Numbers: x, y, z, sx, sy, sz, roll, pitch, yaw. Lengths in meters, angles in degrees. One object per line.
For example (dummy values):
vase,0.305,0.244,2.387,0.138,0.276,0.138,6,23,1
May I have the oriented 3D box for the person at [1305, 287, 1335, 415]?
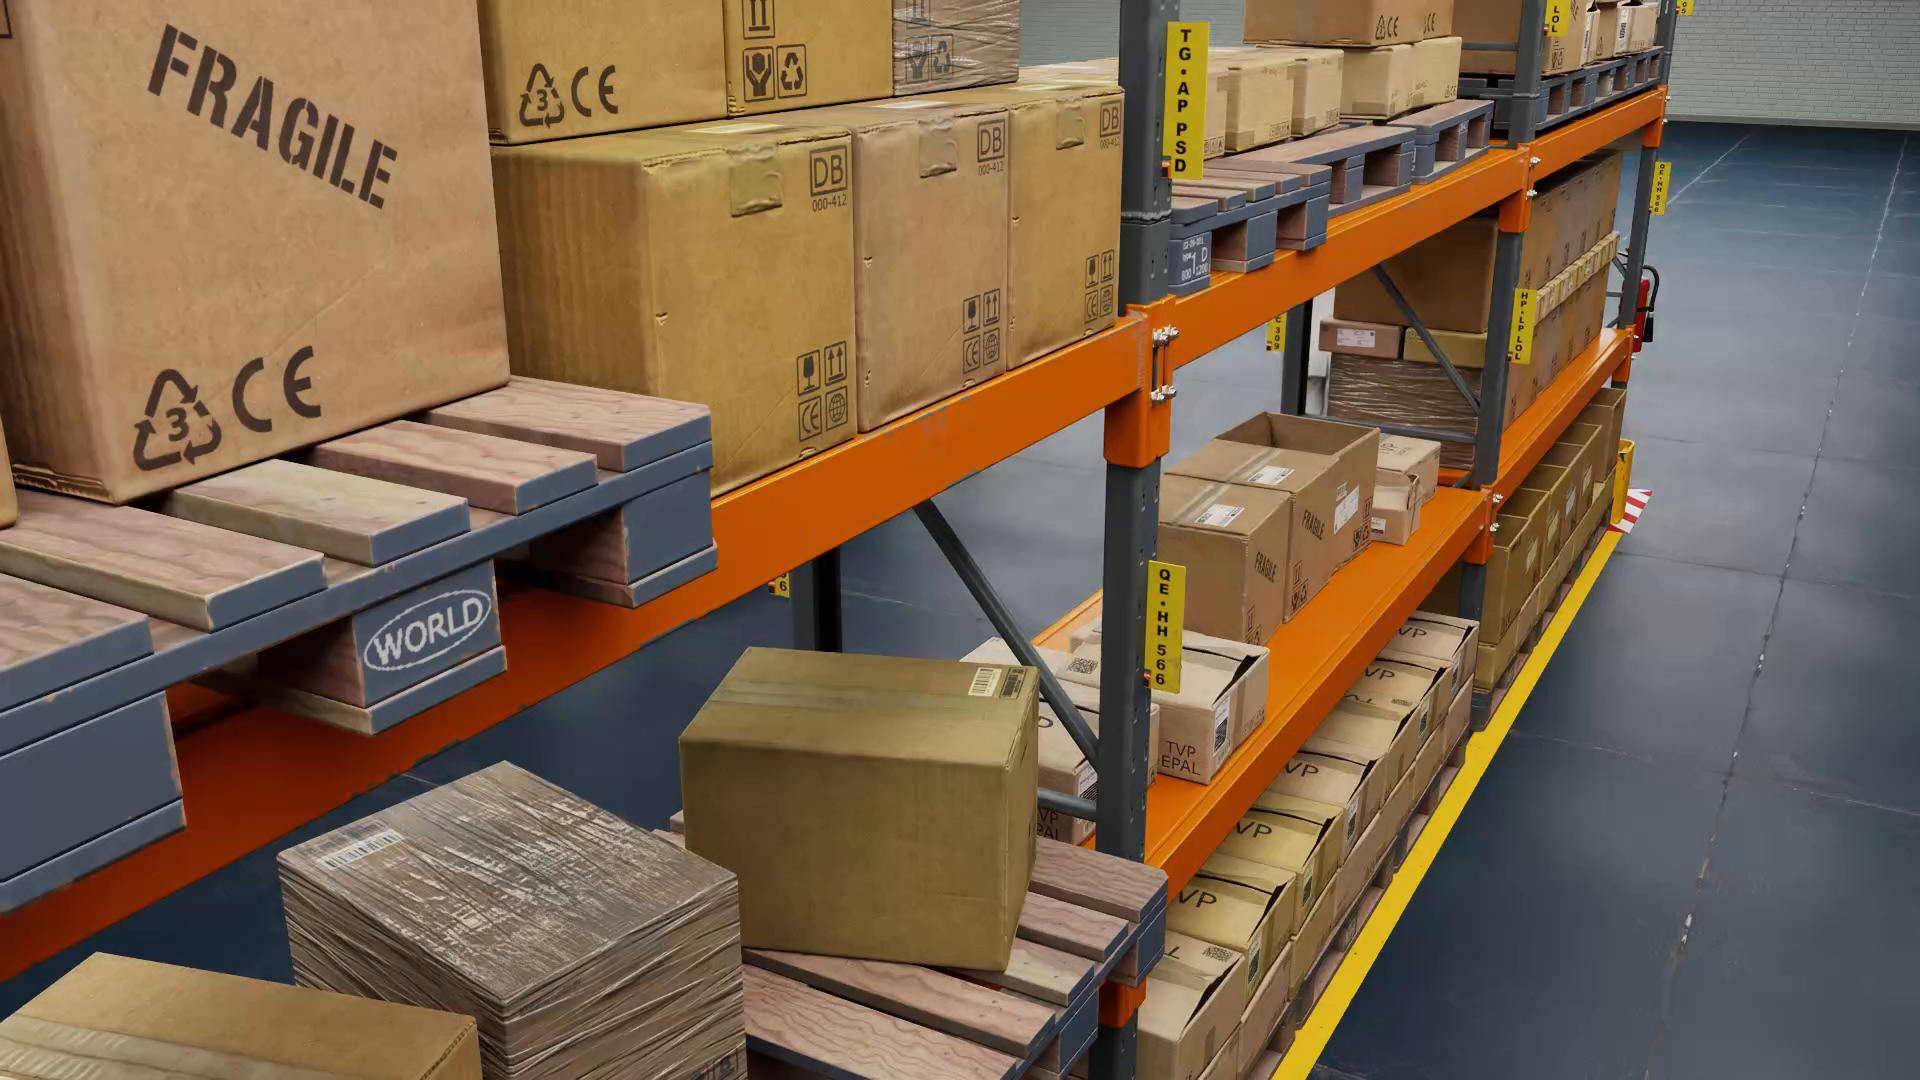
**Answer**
person,2.778,-1.434,12.210,0.597,1.807,0.648,8,21,22
